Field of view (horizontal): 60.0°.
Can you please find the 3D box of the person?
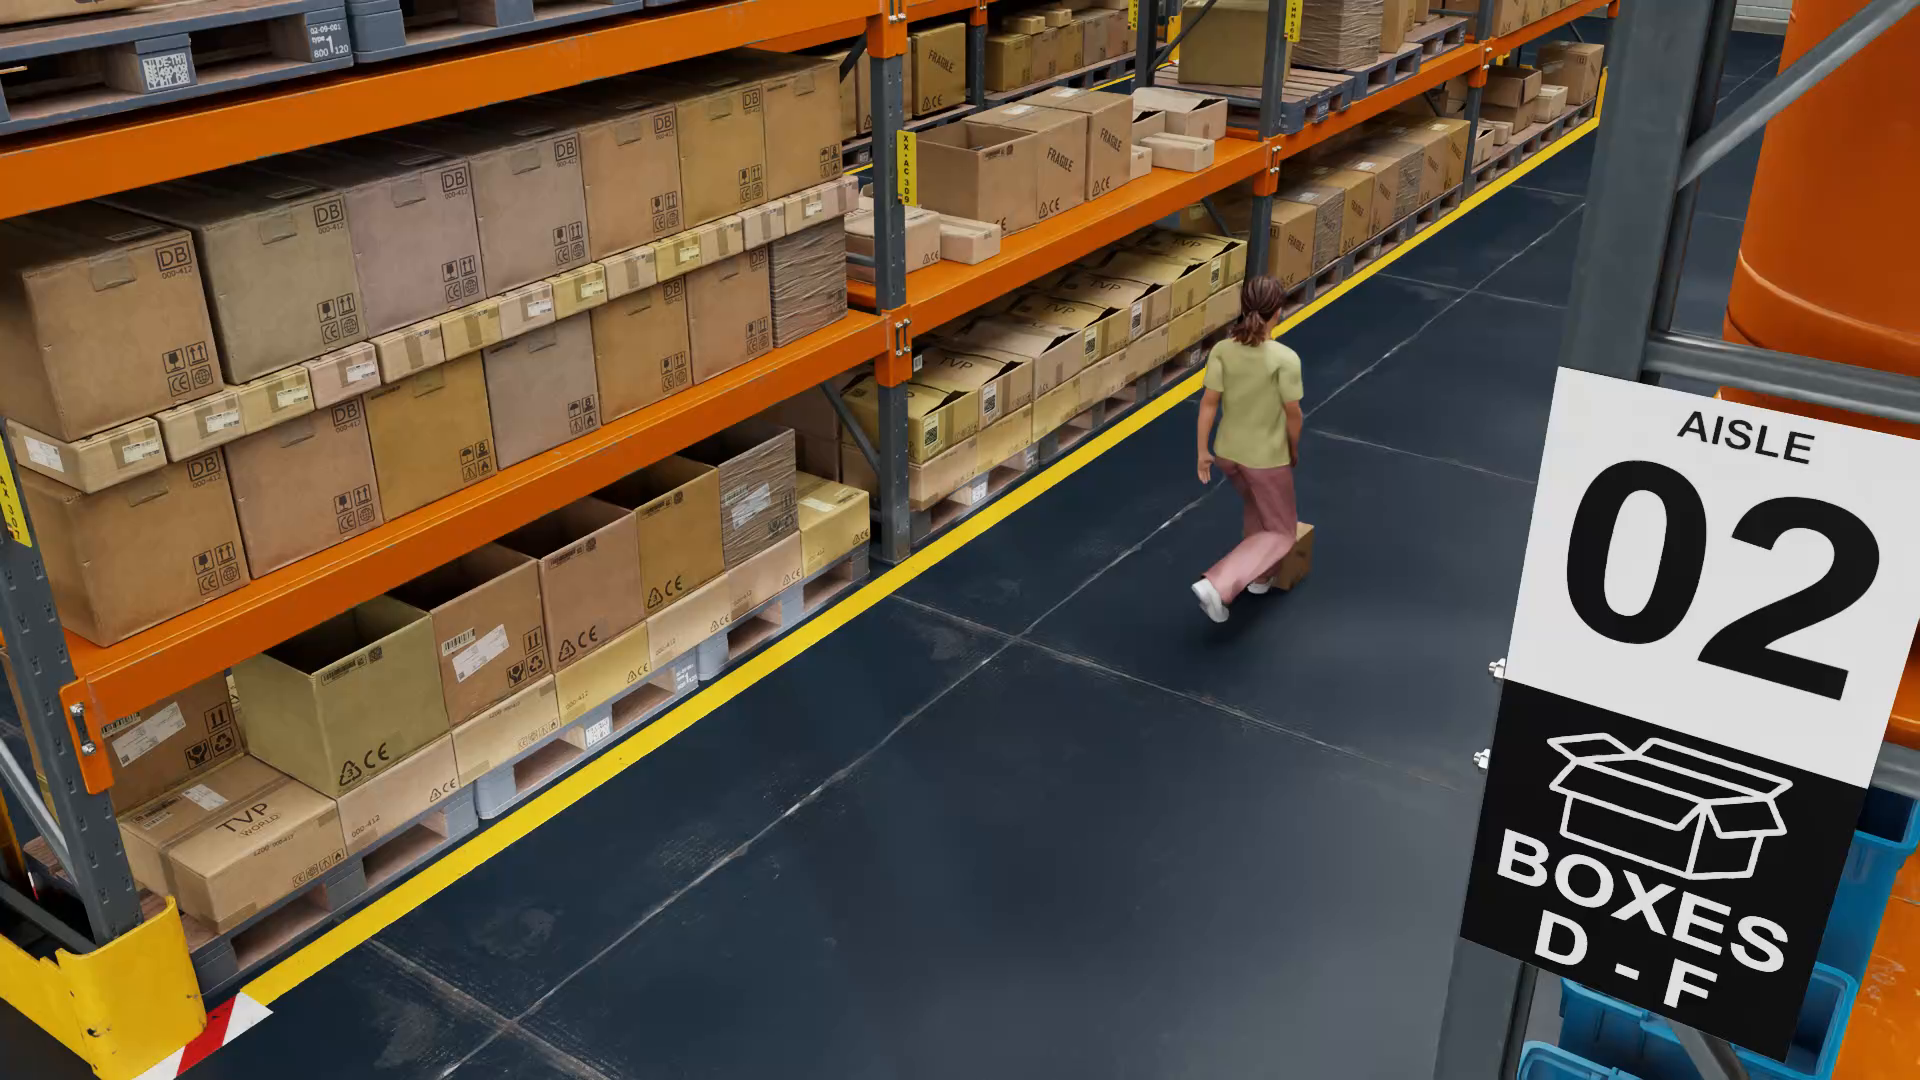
[{"bbox_3d":[1.325,-0.395,7.441,0.444,1.616,0.913,23,35,37],"label":"person"}]
